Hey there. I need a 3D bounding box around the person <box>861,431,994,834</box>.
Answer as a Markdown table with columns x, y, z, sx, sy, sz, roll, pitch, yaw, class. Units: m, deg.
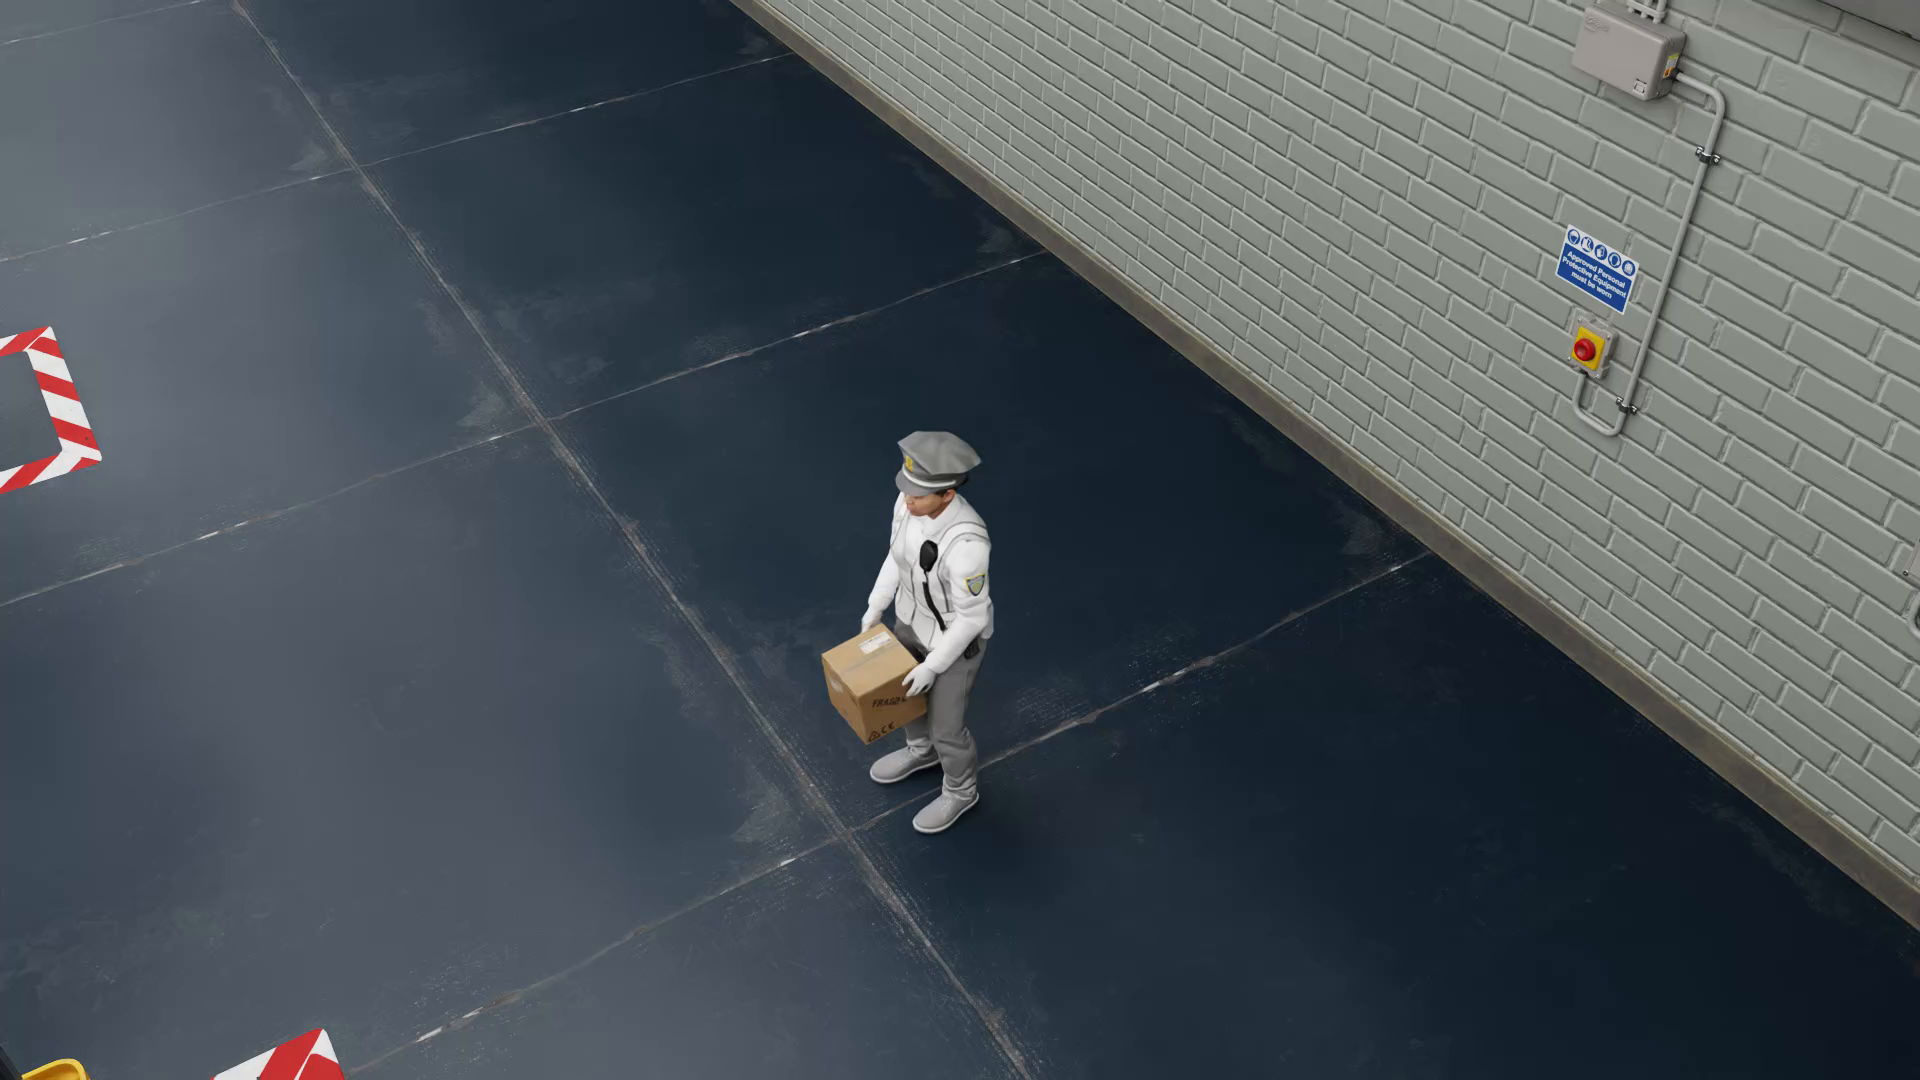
| x | y | z | sx | sy | sz | roll | pitch | yaw | class |
| --- | --- | --- | --- | --- | --- | --- | --- | --- | --- |
| -0.102 | 0.331 | 5.761 | 0.397 | 1.682 | 0.501 | -24 | 46 | -25 | person |
